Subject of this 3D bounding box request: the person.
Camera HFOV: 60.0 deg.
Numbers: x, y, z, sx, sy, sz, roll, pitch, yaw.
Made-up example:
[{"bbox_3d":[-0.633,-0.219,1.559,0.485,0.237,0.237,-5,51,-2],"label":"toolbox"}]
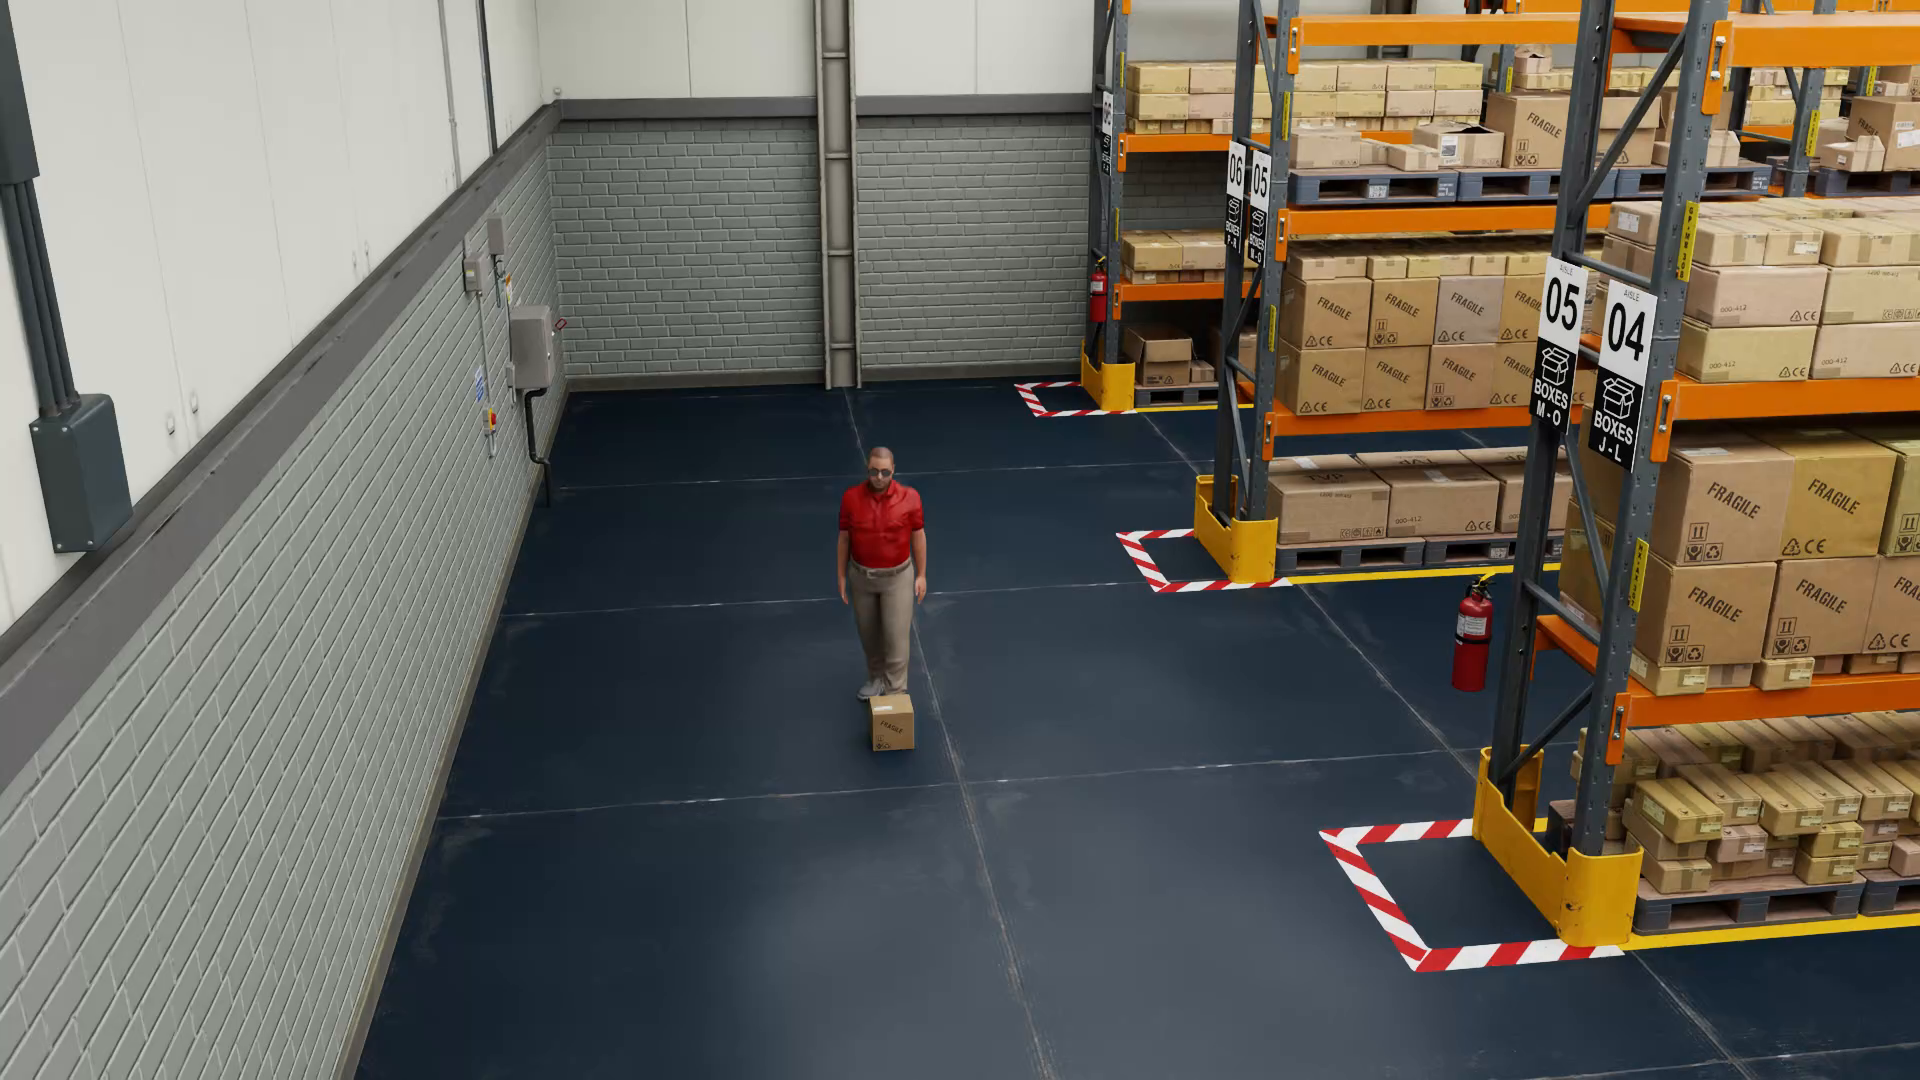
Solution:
[{"bbox_3d":[-0.502,0.256,10.367,0.555,1.721,0.698,3,20,9],"label":"person"}]
